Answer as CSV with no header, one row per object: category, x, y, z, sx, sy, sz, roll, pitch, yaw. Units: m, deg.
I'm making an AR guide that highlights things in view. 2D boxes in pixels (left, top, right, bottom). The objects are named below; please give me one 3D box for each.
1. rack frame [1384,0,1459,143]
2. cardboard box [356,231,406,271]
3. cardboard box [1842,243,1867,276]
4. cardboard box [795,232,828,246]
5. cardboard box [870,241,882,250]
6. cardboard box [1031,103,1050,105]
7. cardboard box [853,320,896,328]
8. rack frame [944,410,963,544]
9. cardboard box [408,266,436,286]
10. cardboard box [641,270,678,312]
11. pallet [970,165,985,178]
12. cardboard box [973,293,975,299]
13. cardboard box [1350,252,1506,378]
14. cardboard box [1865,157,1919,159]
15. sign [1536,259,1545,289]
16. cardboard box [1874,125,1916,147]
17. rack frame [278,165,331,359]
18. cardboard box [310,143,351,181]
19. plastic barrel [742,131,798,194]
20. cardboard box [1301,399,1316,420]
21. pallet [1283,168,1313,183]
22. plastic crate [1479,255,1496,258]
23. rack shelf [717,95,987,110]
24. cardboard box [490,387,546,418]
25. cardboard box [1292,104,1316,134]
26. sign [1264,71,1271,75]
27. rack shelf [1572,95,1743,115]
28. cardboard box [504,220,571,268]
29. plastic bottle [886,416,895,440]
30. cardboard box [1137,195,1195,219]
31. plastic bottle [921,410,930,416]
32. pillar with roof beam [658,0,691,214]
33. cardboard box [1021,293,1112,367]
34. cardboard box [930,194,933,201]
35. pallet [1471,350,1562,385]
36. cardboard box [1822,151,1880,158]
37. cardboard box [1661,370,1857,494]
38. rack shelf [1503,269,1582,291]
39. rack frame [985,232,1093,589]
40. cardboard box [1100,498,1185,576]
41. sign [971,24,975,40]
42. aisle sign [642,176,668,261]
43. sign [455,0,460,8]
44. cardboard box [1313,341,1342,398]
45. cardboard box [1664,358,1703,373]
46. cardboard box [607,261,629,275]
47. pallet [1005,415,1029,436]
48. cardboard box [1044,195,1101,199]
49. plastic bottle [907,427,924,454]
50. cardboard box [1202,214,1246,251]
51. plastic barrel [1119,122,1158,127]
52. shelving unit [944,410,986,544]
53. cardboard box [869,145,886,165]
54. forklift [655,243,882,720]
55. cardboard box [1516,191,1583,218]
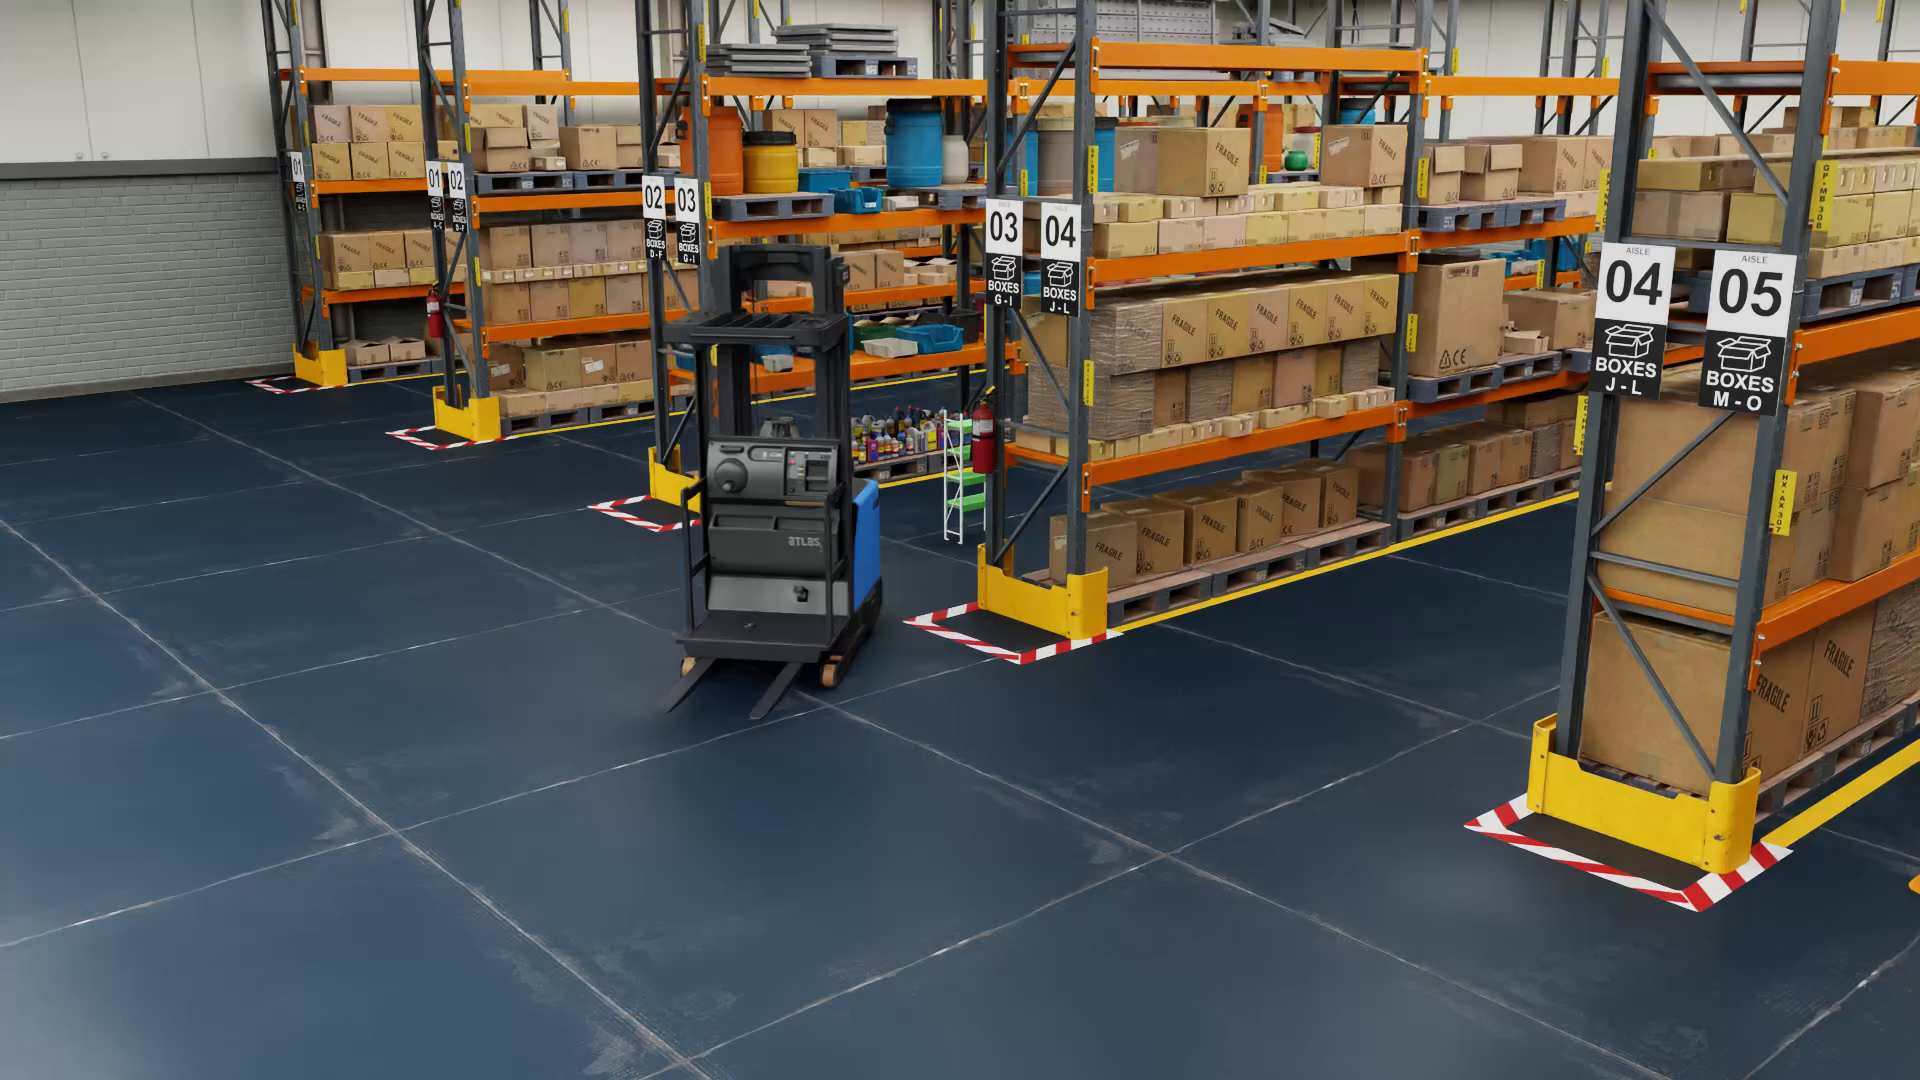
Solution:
rack frame,6.371,-6.718,22.962,0.127,3.000,1.000,-13,19,-39
cardboard box,-8.248,-4.119,23.657,0.500,0.500,0.500,-13,19,-39
cardboard box,4.410,-1.458,8.561,0.250,0.149,0.380,-12,19,-39
cardboard box,-2.615,-5.305,28.488,0.500,0.500,0.500,-12,19,-38
cardboard box,-1.599,-5.232,29.471,0.250,0.149,0.380,-13,19,-39
cardboard box,1.342,-7.978,31.321,0.500,0.500,0.500,-12,19,-39
cardboard box,-1.260,-3.044,24.261,0.500,0.311,0.500,-13,20,-41
rack frame,-0.059,-0.566,15.045,0.015,1.200,0.240,-13,19,-39
cardboard box,-7.838,-3.849,24.100,0.500,0.250,0.500,-13,20,-40
cardboard box,-4.018,-3.226,21.322,0.500,0.500,0.700,-12,19,-39
pallet,-0.349,-5.332,23.954,1.003,0.211,1.213,-12,19,-37
cardboard box,0.499,-4.850,31.625,0.500,0.500,0.700,-12,19,-39
cardboard box,4.278,-2.100,15.323,1.000,1.000,1.000,-12,19,-39
cardboard box,5.170,-2.014,9.098,0.250,0.149,0.380,-13,20,-40
sign,6.238,-2.845,17.843,0.005,0.325,0.100,-13,19,-39
cardboard box,12.283,-5.183,21.828,0.500,0.500,0.700,-14,21,-43
rack frame,-9.185,-3.715,23.347,0.127,3.000,1.000,-13,19,-39
cardboard box,-8.769,-5.230,22.974,0.500,0.500,0.500,-12,19,-38
plastic barrel,-1.905,-3.748,16.476,0.600,0.588,0.600,0,15,0
cardboard box,2.805,-1.133,14.166,0.250,0.149,0.380,-13,19,-39
pallet,4.990,-4.833,22.084,1.213,0.211,1.003,-13,19,-39
plastic crate,7.993,-4.244,25.536,0.300,0.233,0.416,-13,19,-39
rack shelf,-1.404,-6.126,22.914,4.000,0.370,1.077,-13,19,-39
cardboard box,-5.380,-1.674,20.217,0.500,0.250,0.500,-13,19,-39
cardboard box,5.763,-7.352,29.019,0.500,0.500,0.700,-13,19,-39
sign,3.720,-5.778,20.071,0.005,0.325,0.100,-13,19,-39
rack shelf,8.114,-4.874,18.229,4.000,0.370,1.077,-13,19,-39
cardboard box,-5.137,-3.602,20.216,0.500,0.500,0.700,-13,20,-41
plastic bottle,-0.774,-1.239,18.509,0.097,0.271,0.097,0,15,0
cardboard box,1.550,-2.518,12.568,0.250,0.149,0.380,-12,19,-37
plastic bottle,-0.418,-1.332,18.850,0.135,0.276,0.152,-12,19,-37
pillar with roof beam,-1.872,-7.079,24.315,0.400,9.000,9.100,-13,19,-39
cardboard box,0.822,-1.639,12.865,0.500,0.500,0.500,-13,19,-39
cardboard box,-0.709,-6.098,30.007,0.500,0.250,0.500,-12,19,-38
pallet,5.138,-1.742,16.329,1.213,0.211,1.003,-13,19,-39
cardboard box,5.310,-2.270,10.058,0.250,0.149,0.380,-13,20,-39
cardboard box,4.409,-0.600,9.302,0.550,0.550,0.875,-13,19,-39
rack shelf,7.880,-3.811,25.098,4.000,0.370,1.077,-13,19,-39
rack frame,0.570,-0.822,12.516,0.127,3.000,1.000,-13,19,-39
cardboard box,1.480,-0.028,13.573,0.500,0.500,0.500,-7,17,-25
sign,0.233,-9.032,29.664,0.005,0.325,0.100,-13,19,-39
aisle sign,-2.931,-3.088,15.962,0.004,0.787,0.394,-13,19,-39
sign,-5.571,-6.069,18.415,0.005,0.325,0.100,-13,19,-39
cardboard box,2.807,-1.550,14.470,0.500,0.500,0.875,-13,19,-39
cardboard box,7.817,-1.616,18.792,0.875,0.875,1.225,-13,19,-39
cardboard box,-4.333,-3.398,20.708,0.250,0.149,0.380,-12,19,-39
pallet,0.903,-1.258,19.549,1.213,0.211,1.003,-13,19,-39
cardboard box,0.848,-2.521,12.580,0.250,0.149,0.380,-13,20,-41
plastic bottle,-0.474,-1.082,17.913,0.135,0.276,0.152,-12,19,-38
cardboard box,1.864,-2.402,12.909,0.500,0.250,0.500,-13,20,-40
plastic barrel,2.098,-4.591,19.980,0.708,0.830,0.600,-13,19,-39
shelving unit,0.125,-0.608,15.200,0.503,1.200,0.258,-13,19,-39
cardboard box,-1.023,-5.412,23.362,0.500,0.250,0.500,-13,20,-40
forklift,-1.341,-0.497,11.430,1.130,2.935,3.031,2,15,8
cardboard box,5.661,-3.255,16.101,0.500,0.250,0.500,-12,19,-38
